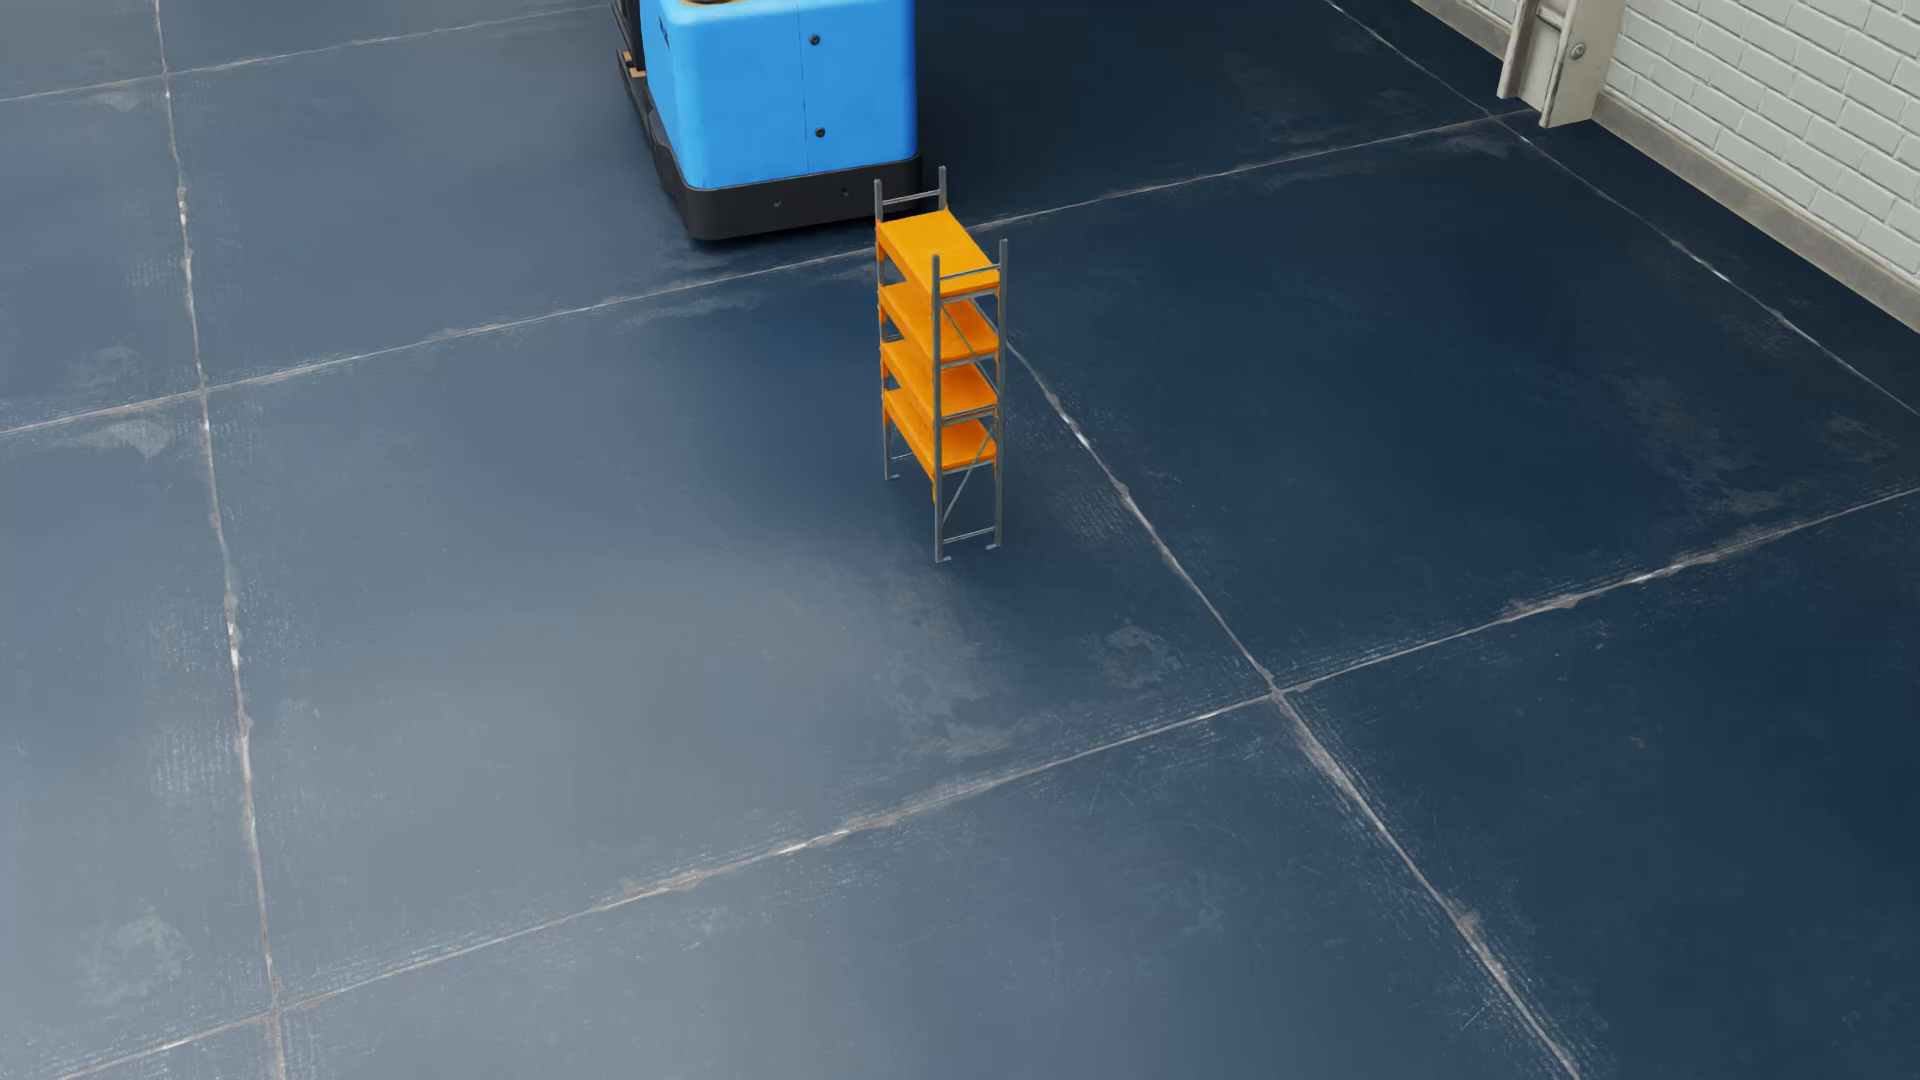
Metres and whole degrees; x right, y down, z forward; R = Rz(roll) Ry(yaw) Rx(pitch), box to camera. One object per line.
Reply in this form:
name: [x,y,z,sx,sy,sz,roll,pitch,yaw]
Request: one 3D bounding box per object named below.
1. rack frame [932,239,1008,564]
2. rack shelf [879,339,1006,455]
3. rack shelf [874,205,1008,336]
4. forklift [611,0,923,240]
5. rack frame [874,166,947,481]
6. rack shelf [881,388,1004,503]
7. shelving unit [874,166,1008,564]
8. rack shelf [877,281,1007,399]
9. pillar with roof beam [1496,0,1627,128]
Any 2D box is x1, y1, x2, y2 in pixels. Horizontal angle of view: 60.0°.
rack frame: [0.030,-0.408,5.304,0.240,1.200,0.015,-15,43,-17]
rack shelf: [-0.063,-0.504,5.519,0.258,0.148,0.480,-15,43,-17]
rack shelf: [-0.063,-0.853,5.219,0.258,0.148,0.480,-15,43,-17]
forklift: [-1.098,-3.368,7.418,1.130,2.935,3.031,-12,42,-13]
rack frame: [-0.157,-0.702,5.646,0.240,1.200,0.015,-15,43,-17]
rack shelf: [-0.063,-0.353,5.648,0.258,0.148,0.480,-15,43,-17]
shelving unit: [-0.063,-0.555,5.475,0.258,1.200,0.503,-15,43,-17]
rack shelf: [-0.063,-0.673,5.373,0.258,0.148,0.480,-15,43,-17]
pillar with roof beam: [-1.070,-4.494,4.075,9.100,9.000,0.400,-15,43,-17]
